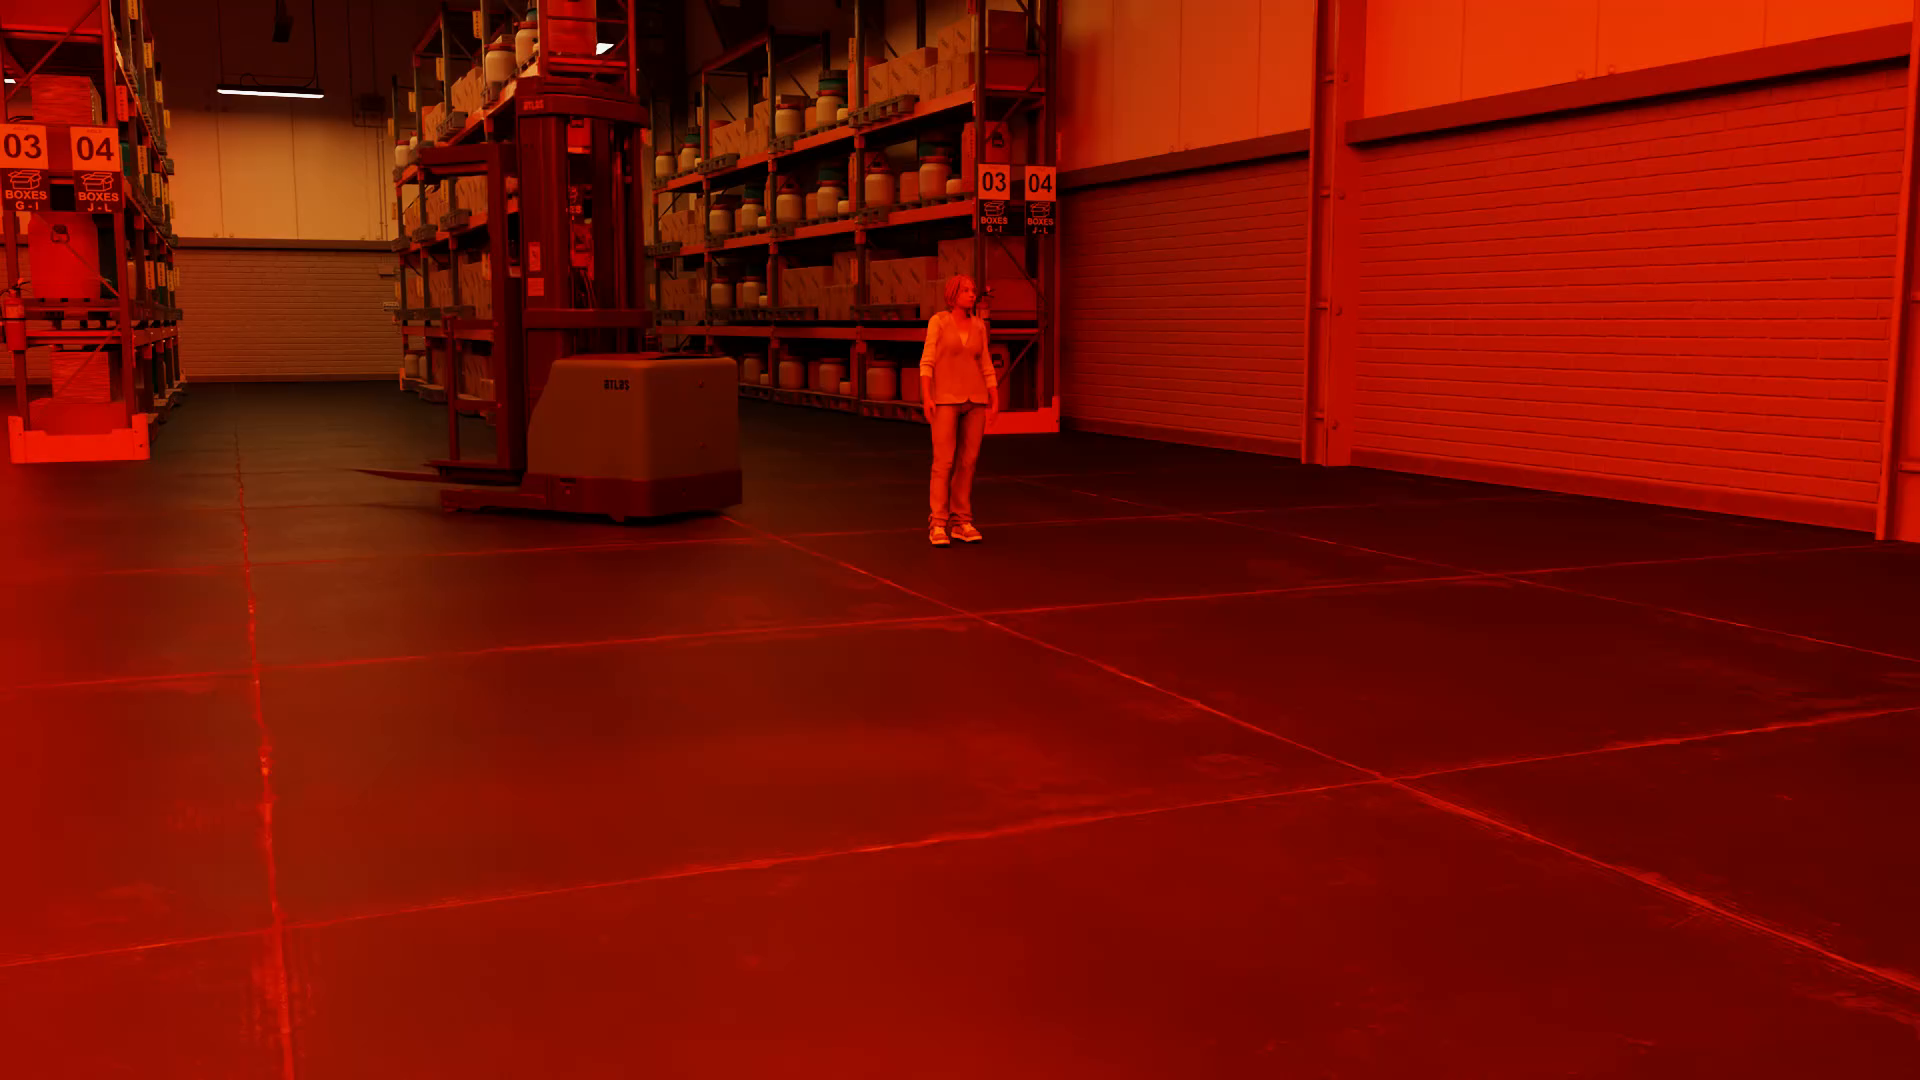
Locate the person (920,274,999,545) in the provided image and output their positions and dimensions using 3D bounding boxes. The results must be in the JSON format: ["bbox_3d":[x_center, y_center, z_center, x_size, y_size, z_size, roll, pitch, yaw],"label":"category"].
[{"bbox_3d":[0.017,-0.789,9.975,0.521,1.599,0.473,-3,8,-23],"label":"person"}]

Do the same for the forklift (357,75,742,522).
[{"bbox_3d":[-3.035,-1.686,11.732,3.031,2.935,1.130,5,9,31],"label":"forklift"}]
